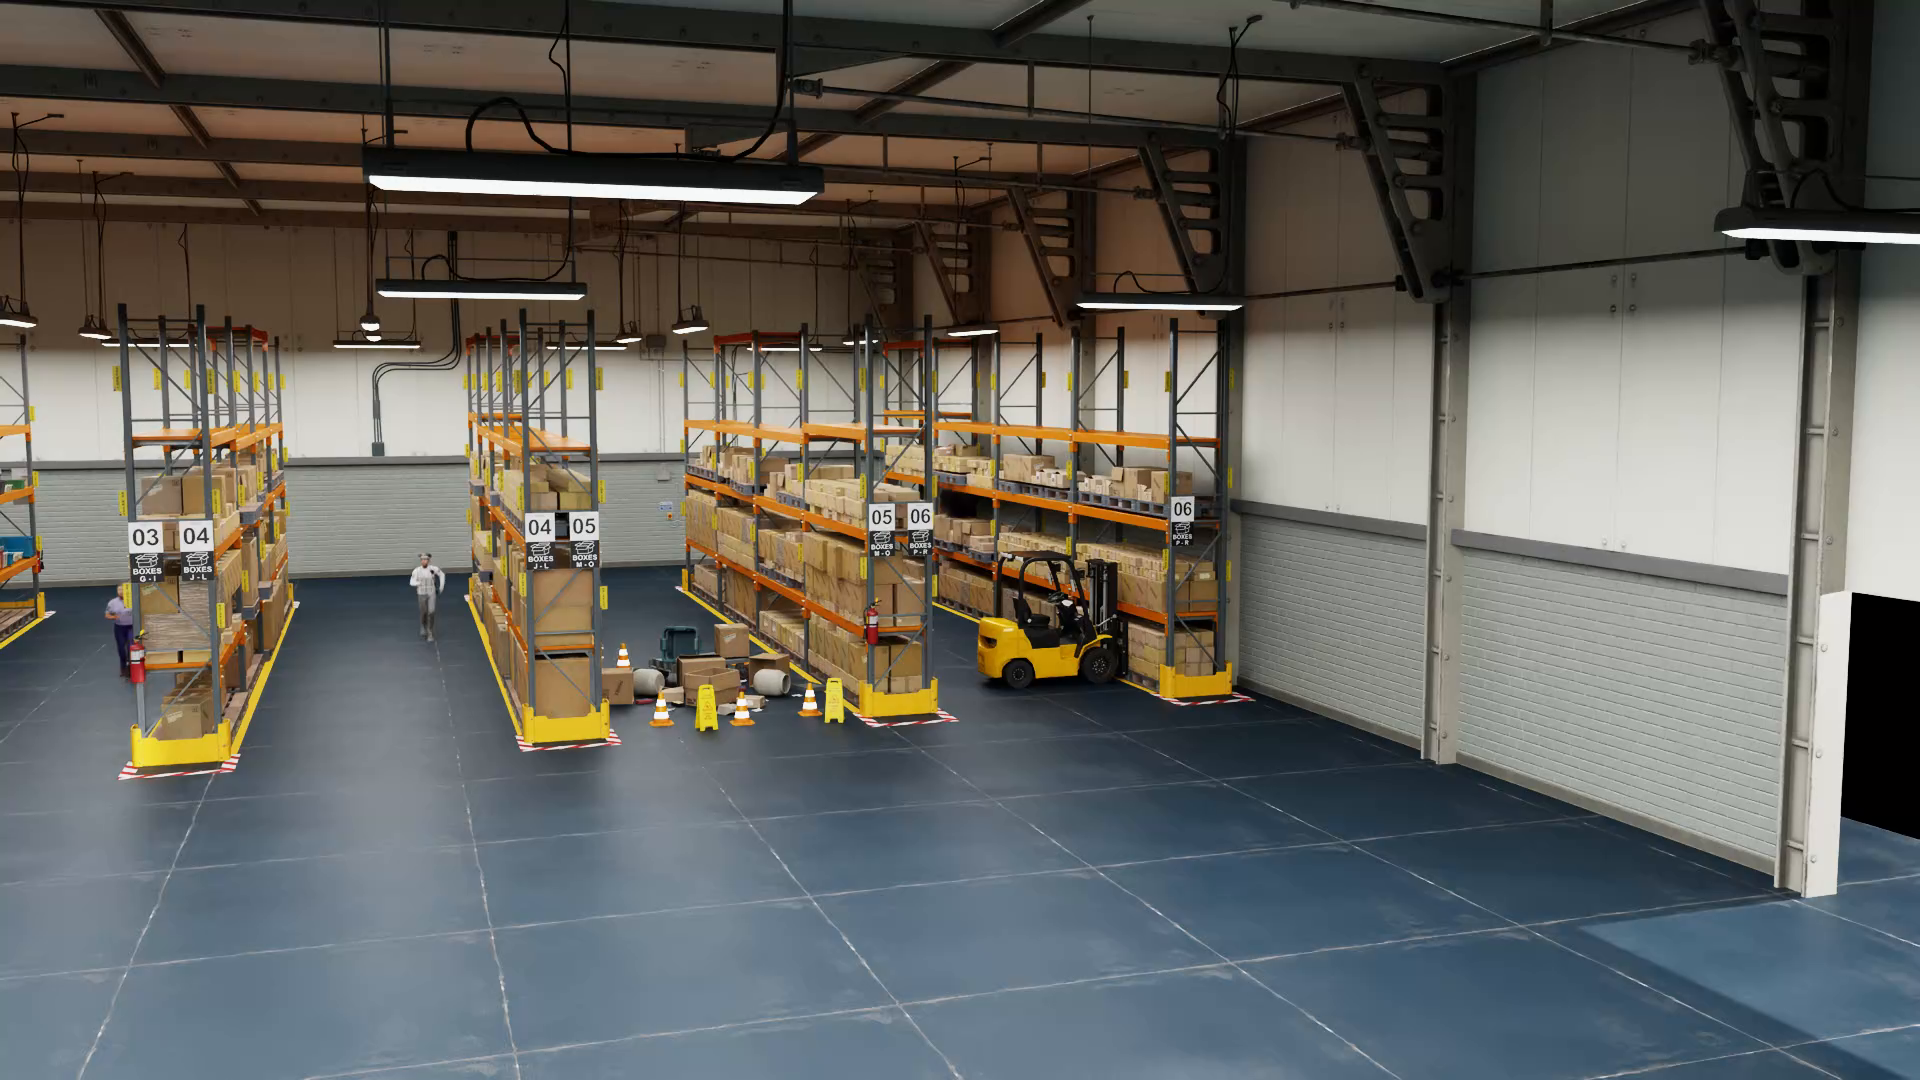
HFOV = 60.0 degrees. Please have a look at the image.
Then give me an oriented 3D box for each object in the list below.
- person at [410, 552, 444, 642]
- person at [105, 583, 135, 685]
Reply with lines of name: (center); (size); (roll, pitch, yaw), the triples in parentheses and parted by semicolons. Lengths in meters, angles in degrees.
person: (-10.371, 1.092, 32.405); (0.623, 1.735, 0.883); (-1, 6, -13)
person: (-13.934, 1.555, 27.841); (0.610, 1.696, 0.882); (-1, 6, -15)
